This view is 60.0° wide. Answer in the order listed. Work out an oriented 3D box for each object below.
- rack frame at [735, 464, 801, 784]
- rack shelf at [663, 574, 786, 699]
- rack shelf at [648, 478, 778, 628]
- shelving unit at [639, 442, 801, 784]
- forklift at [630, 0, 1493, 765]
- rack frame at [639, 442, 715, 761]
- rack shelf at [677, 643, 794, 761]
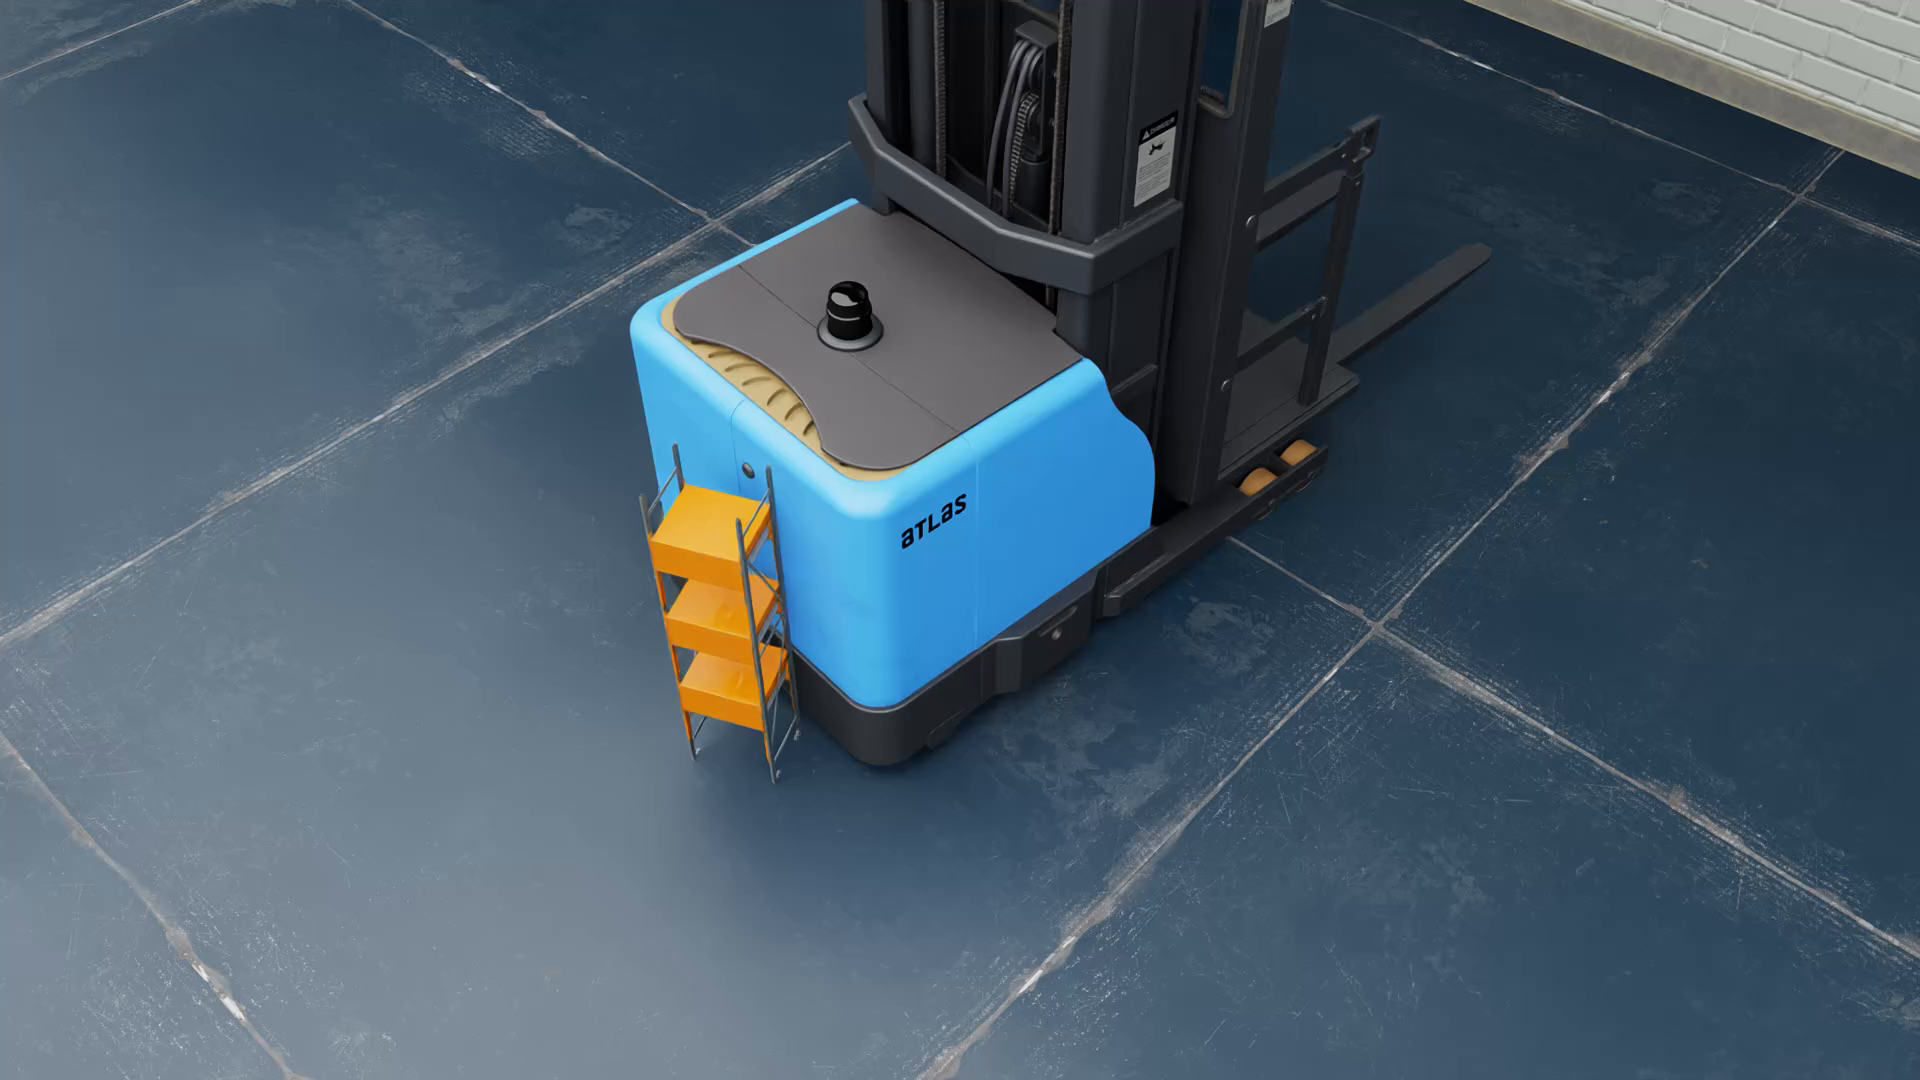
[{"bbox_3d":[-0.487,0.247,4.298,0.008,1.050,0.200,13,48,12],"label":"rack frame"},{"bbox_3d":[-0.603,0.227,4.331,0.240,0.259,0.215,13,48,12],"label":"rack shelf"},{"bbox_3d":[-0.603,0.033,4.124,0.240,0.259,0.215,13,48,12],"label":"rack shelf"},{"bbox_3d":[-0.603,0.220,4.323,0.252,1.050,0.215,13,48,12],"label":"shelving unit"},{"bbox_3d":[0.550,-1.324,4.483,3.031,2.935,1.130,-33,55,-27],"label":"forklift"},{"bbox_3d":[-0.719,0.192,4.349,0.008,1.050,0.200,13,48,12],"label":"rack frame"},{"bbox_3d":[-0.603,0.417,4.534,0.240,0.259,0.215,13,48,12],"label":"rack shelf"}]
